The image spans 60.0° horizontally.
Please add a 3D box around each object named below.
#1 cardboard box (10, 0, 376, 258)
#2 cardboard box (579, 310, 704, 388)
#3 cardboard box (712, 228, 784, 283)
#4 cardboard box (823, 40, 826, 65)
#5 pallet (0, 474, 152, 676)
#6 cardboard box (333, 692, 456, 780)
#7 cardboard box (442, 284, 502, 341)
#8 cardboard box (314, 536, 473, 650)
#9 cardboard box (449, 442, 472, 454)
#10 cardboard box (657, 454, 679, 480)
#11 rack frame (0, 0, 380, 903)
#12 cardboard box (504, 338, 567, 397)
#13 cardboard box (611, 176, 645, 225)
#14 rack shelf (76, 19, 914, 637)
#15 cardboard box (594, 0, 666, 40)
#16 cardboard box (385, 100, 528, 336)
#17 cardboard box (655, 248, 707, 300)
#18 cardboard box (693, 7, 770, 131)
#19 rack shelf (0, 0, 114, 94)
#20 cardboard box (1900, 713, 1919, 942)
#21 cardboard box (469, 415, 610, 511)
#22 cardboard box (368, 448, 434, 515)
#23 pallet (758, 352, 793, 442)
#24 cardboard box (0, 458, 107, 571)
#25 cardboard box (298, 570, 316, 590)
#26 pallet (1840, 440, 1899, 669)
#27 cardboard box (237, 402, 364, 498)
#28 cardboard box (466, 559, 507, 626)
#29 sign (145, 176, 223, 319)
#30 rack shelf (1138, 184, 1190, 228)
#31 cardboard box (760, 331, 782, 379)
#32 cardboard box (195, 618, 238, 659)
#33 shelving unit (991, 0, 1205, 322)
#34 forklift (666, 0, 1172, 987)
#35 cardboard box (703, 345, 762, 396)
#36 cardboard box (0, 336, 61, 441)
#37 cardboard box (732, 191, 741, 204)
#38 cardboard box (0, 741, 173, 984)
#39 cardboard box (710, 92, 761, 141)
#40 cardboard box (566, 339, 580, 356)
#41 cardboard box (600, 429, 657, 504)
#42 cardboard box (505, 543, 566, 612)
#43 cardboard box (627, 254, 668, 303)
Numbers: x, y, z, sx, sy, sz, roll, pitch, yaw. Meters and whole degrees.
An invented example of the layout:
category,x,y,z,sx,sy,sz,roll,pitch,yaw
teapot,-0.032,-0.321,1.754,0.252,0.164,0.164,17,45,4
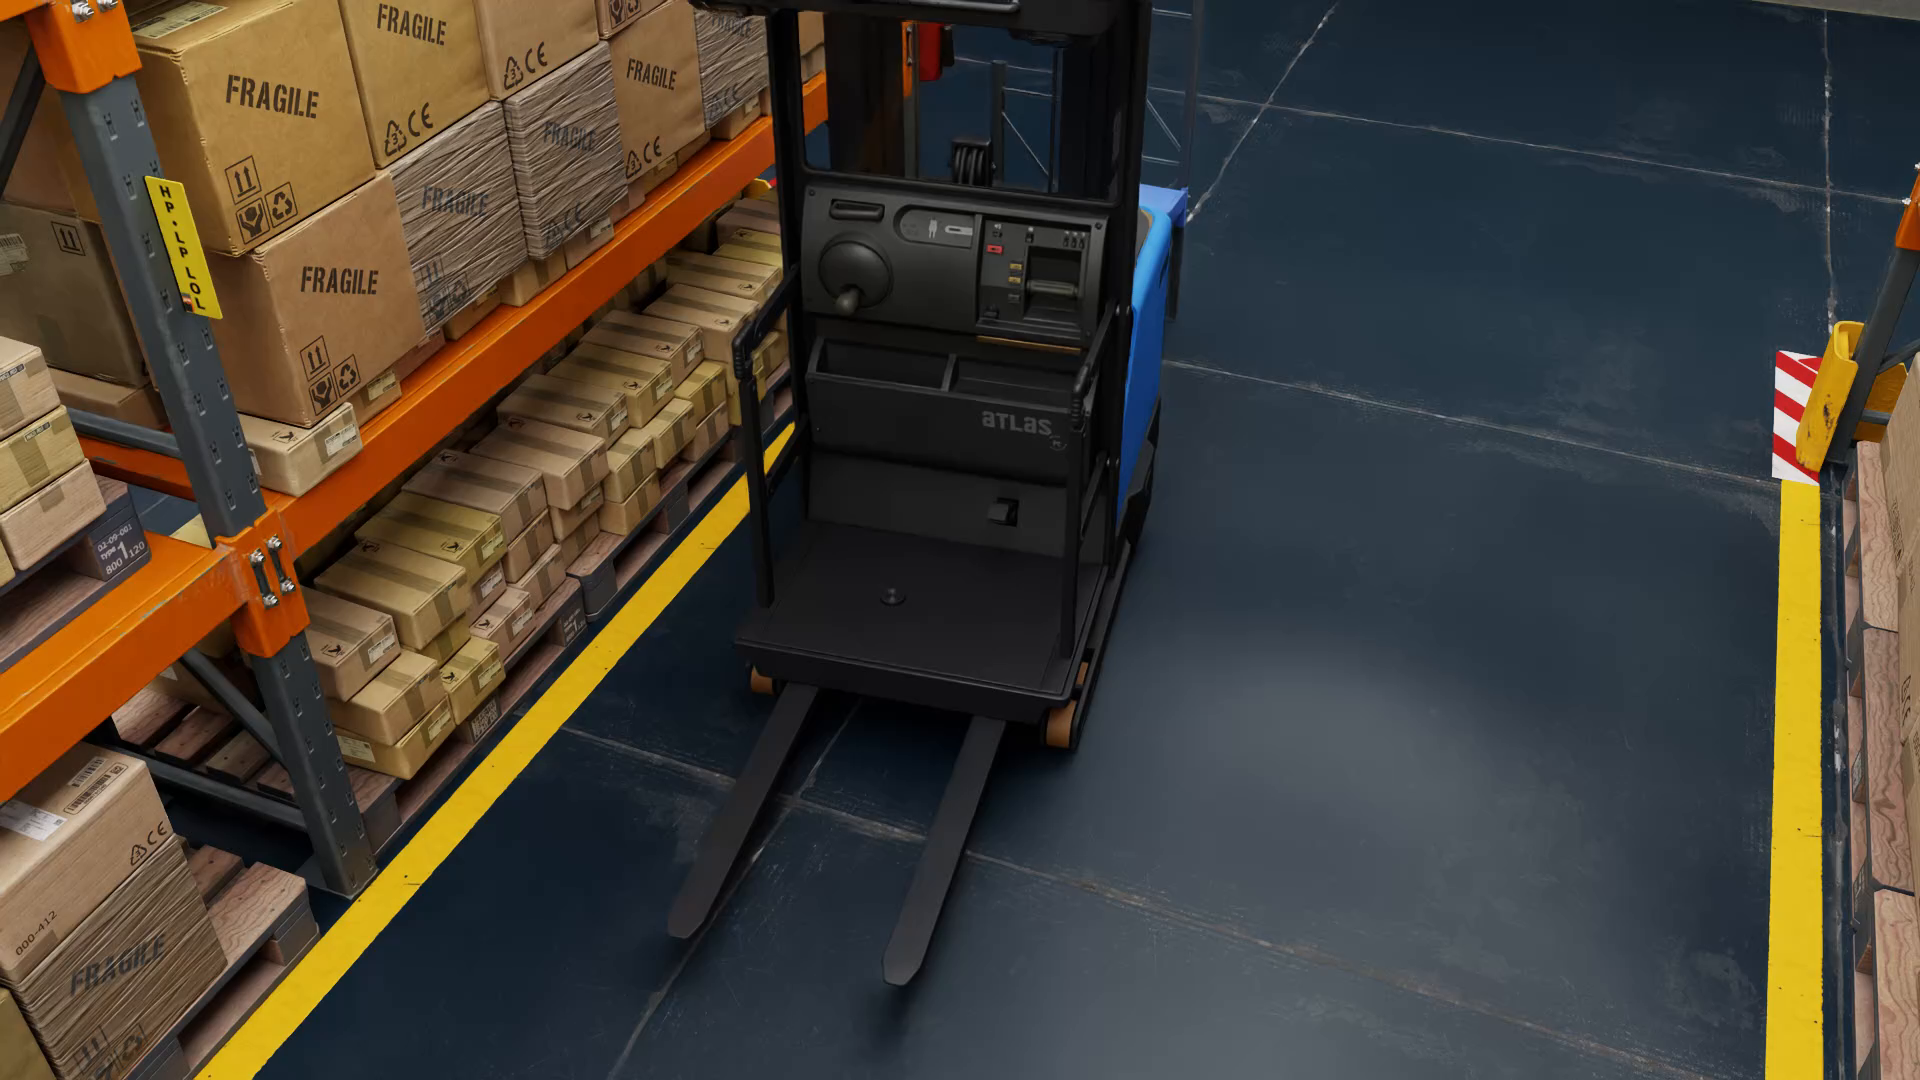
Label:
category,x,y,z,sx,sy,sz,roll,pitch,yaw
cardboard box,-1.808,-1.049,3.980,0.500,0.500,0.500,15,39,19
cardboard box,-1.191,-0.714,6.233,0.380,0.149,0.250,13,39,16
cardboard box,-0.780,-1.125,6.783,0.380,0.149,0.250,13,39,17
cardboard box,-0.675,-2.035,6.676,0.380,0.149,0.250,14,39,18
pallet,-2.631,0.172,3.674,1.003,0.211,1.213,14,39,18
cardboard box,-1.770,0.551,5.038,0.380,0.149,0.250,12,38,16
cardboard box,-1.604,-0.745,4.951,0.380,0.149,0.250,12,38,16
cardboard box,-1.723,0.158,5.066,0.380,0.149,0.250,16,40,20
cardboard box,-1.937,-0.254,5.866,0.380,0.149,0.250,15,39,19
cardboard box,-1.284,-0.340,6.229,0.380,0.149,0.250,15,39,19
rack frame,-2.205,-0.295,4.139,1.000,3.000,0.127,14,39,18
cardboard box,-1.687,-0.667,6.170,0.380,0.149,0.250,14,39,18
cardboard box,-1.280,-1.175,5.527,0.380,0.149,0.250,15,39,19
rack shelf,-1.444,-1.114,5.835,1.077,0.370,4.000,14,39,18
cardboard box,-1.208,-1.895,5.112,0.500,0.500,0.500,13,39,16
cardboard box,-1.602,-0.946,4.678,0.500,0.500,0.500,14,39,18
cardboard box,-1.288,-1.129,7.036,0.380,0.149,0.250,14,39,18
cardboard box,-1.001,-1.794,5.813,0.500,0.500,0.500,14,39,18
rack shelf,-2.966,-0.101,1.974,1.077,0.370,4.000,14,39,18
cardboard box,3.089,0.816,4.442,0.875,0.438,0.875,13,39,16
cardboard box,-1.422,-0.265,5.632,0.380,0.149,0.250,15,39,19
cardboard box,-1.991,-0.231,5.588,0.380,0.149,0.250,15,39,19
pallet,-1.054,-0.908,7.289,1.003,0.211,1.213,14,39,18
cardboard box,-2.173,-0.097,3.734,0.380,0.149,0.250,13,39,17
cardboard box,-2.288,0.161,5.312,0.380,0.149,0.250,12,38,16
pallet,3.701,0.140,5.887,1.003,0.211,1.213,14,39,18
cardboard box,-1.795,-0.276,4.324,0.380,0.149,0.250,15,39,19
cardboard box,-1.699,0.129,5.355,0.380,0.149,0.250,14,39,17
sign,-1.691,-0.634,3.625,0.100,0.325,0.005,14,39,18
rack shelf,0.554,-1.238,6.954,0.538,0.185,1.000,14,39,19
cardboard box,-0.957,-0.765,6.798,0.380,0.149,0.250,14,39,18
cardboard box,-2.311,0.185,5.031,0.380,0.149,0.250,15,39,19
shelving unit,0.554,-1.382,6.846,0.538,1.500,1.048,14,39,19
forklift,-0.080,-0.762,4.821,1.130,2.935,3.031,9,38,12
cardboard box,-1.002,-0.720,6.489,0.380,0.149,0.250,14,39,18
cardboard box,-2.178,-0.334,3.553,0.380,0.149,0.250,16,40,20
cardboard box,-1.197,-1.561,7.367,0.380,0.149,0.250,12,38,16
cardboard box,-2.255,0.708,3.908,0.500,0.250,0.500,13,39,17
cardboard box,-0.960,-1.606,6.104,0.380,0.149,0.250,12,38,16
cardboard box,-1.564,-0.683,6.441,0.380,0.149,0.250,16,40,20
cardboard box,-1.313,-0.292,5.918,0.380,0.149,0.250,14,39,17
cardboard box,-1.572,0.102,5.638,0.380,0.149,0.250,13,39,17
cardboard box,-1.423,-1.115,6.769,0.380,0.149,0.250,12,38,16
